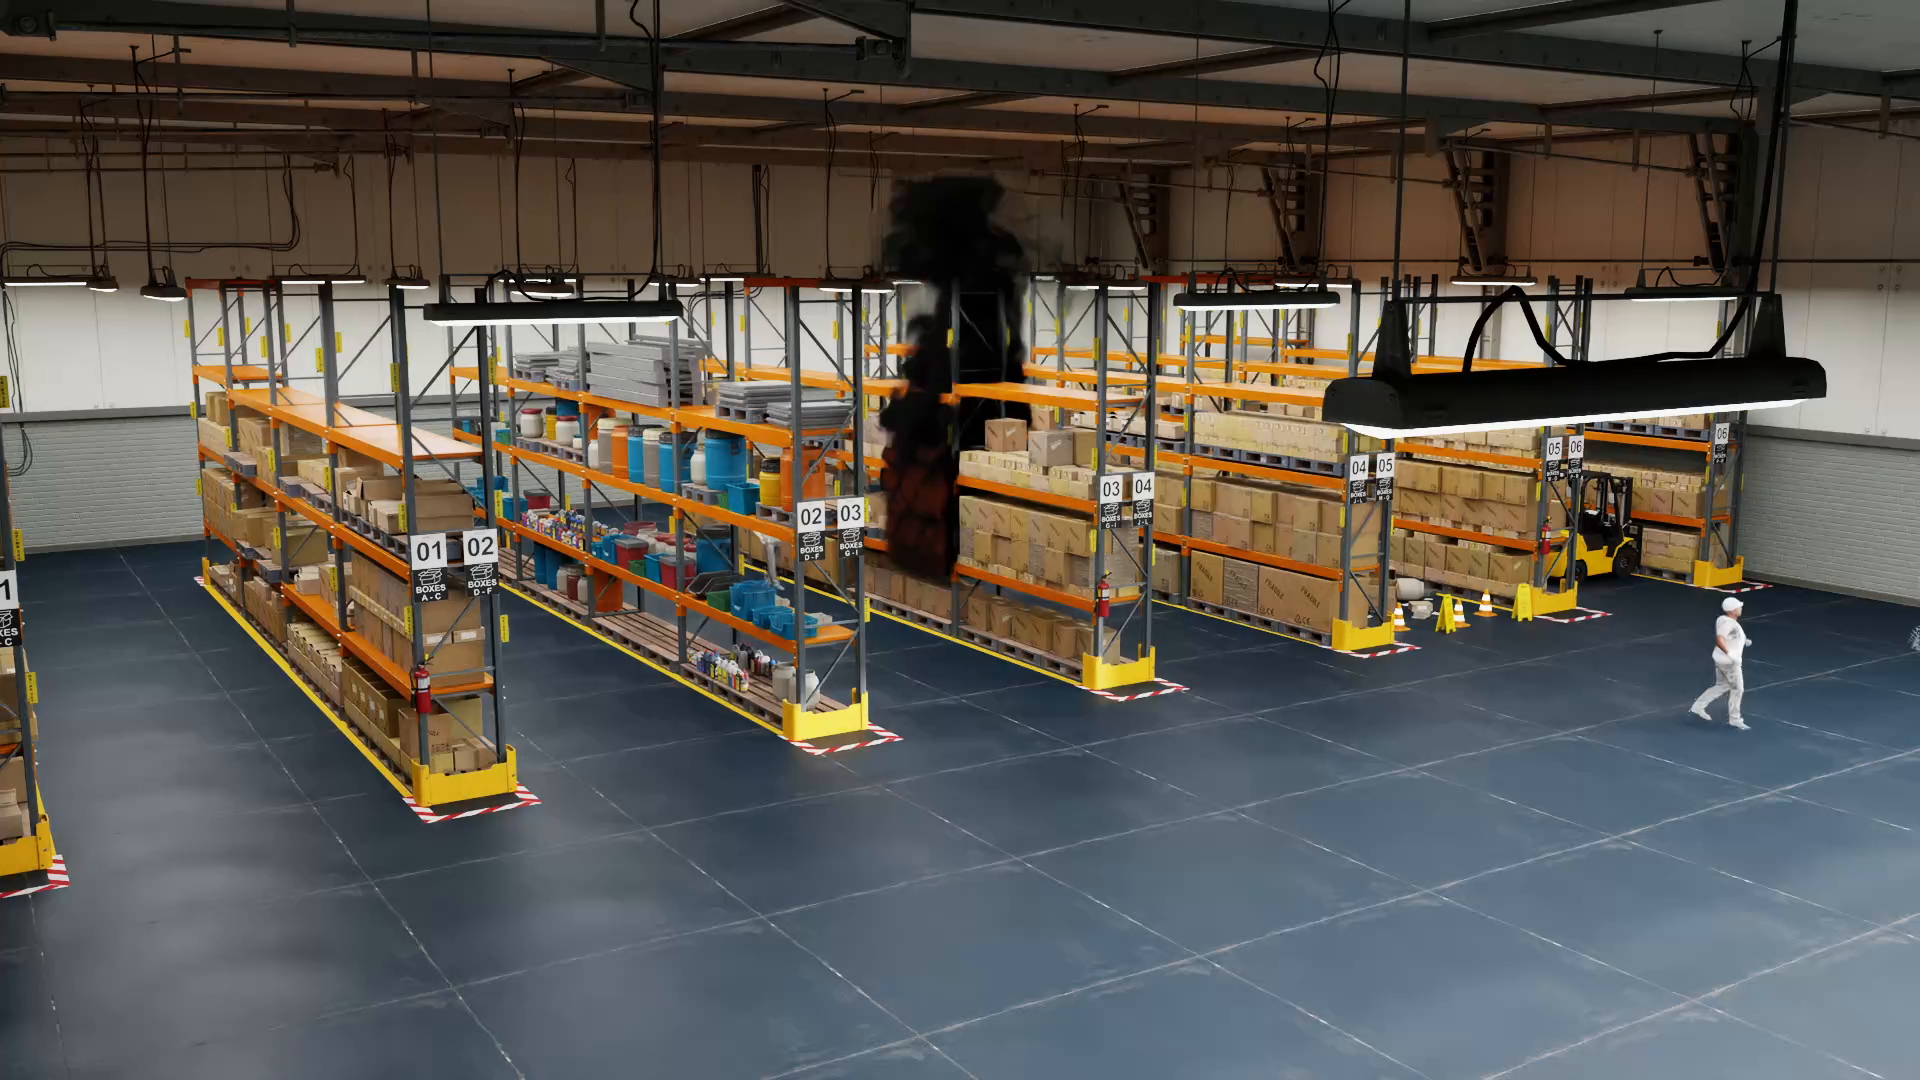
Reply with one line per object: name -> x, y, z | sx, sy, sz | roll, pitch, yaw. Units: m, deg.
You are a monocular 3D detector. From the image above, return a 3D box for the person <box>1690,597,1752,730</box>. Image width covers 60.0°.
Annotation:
person -> 10.447, 1.682, 22.708 | 0.776, 1.830, 0.685 | 2, 10, 10

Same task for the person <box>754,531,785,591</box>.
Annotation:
person -> -3.475, 0.065, 30.809 | 0.624, 1.696, 0.790 | -7, 12, -35
